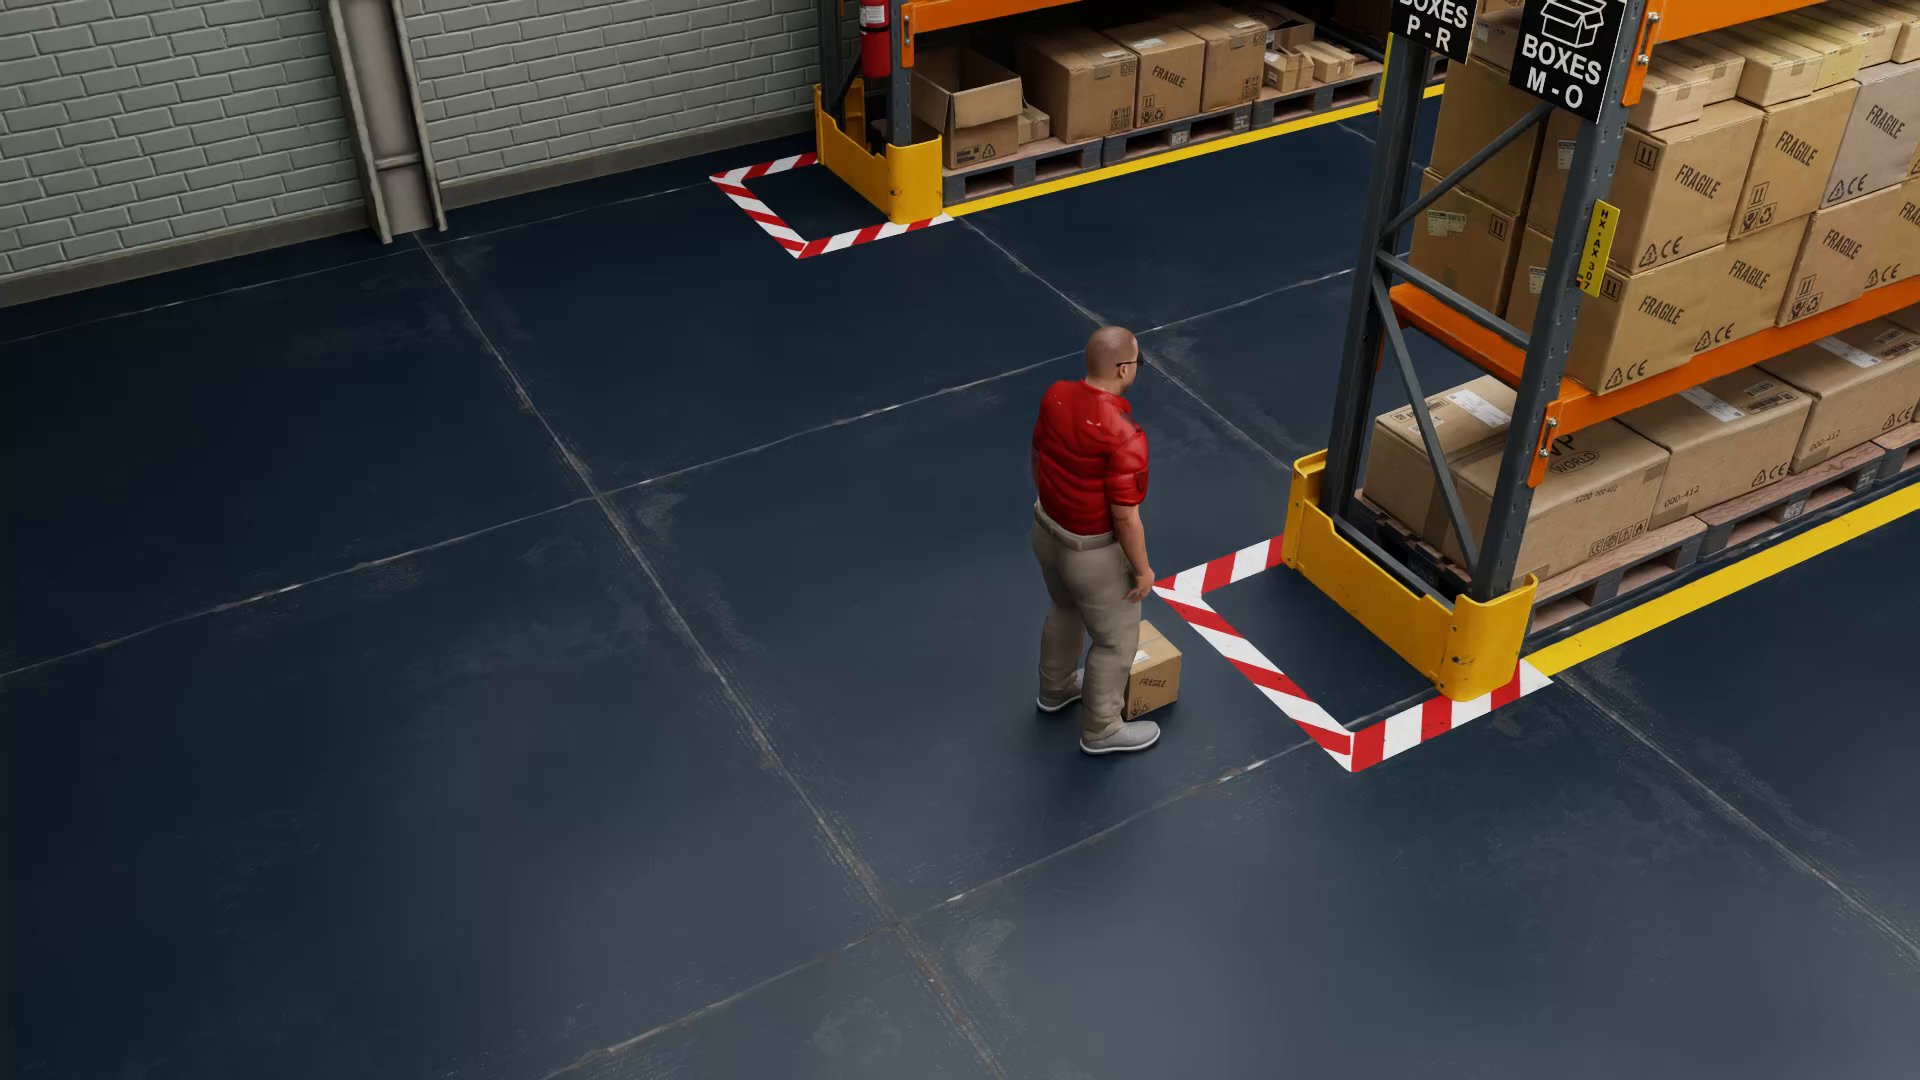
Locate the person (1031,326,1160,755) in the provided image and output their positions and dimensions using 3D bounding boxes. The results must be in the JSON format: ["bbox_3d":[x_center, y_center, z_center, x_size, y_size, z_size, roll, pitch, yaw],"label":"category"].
[{"bbox_3d":[0.490,0.004,6.154,0.389,1.727,0.606,-21,42,-26],"label":"person"}]
